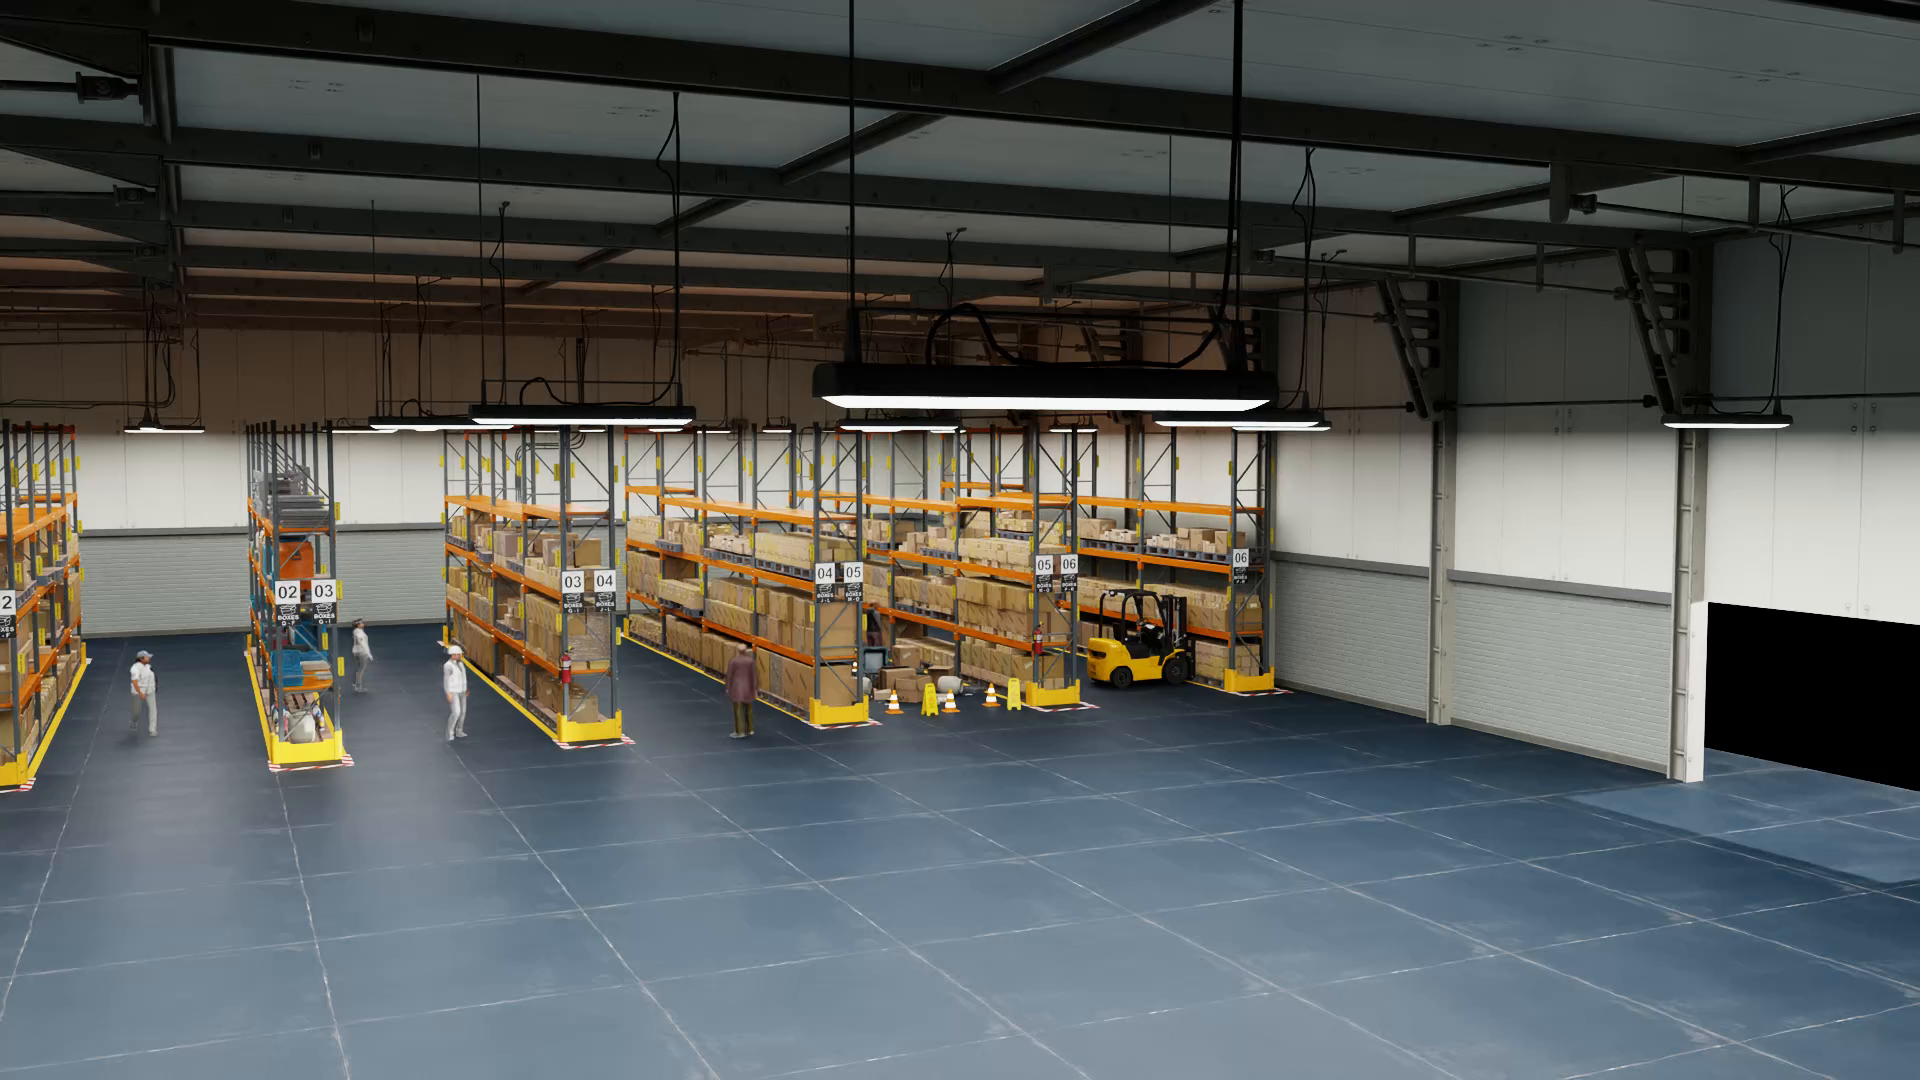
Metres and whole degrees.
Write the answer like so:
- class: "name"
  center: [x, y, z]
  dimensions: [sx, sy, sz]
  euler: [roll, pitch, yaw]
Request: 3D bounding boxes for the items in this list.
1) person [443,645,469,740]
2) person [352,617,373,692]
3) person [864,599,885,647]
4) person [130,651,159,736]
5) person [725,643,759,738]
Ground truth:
- class: "person"
  center: [-9.565, 2.908, 31.569]
  dimensions: [0.385, 1.833, 0.583]
  euler: [1, 4, 21]
- class: "person"
  center: [-13.339, 2.566, 37.101]
  dimensions: [0.559, 1.714, 0.425]
  euler: [2, 4, 29]
- class: "person"
  center: [-2.116, 2.310, 40.686]
  dimensions: [0.402, 1.734, 0.547]
  euler: [-3, 5, -42]
- class: "person"
  center: [-15.613, 2.922, 31.801]
  dimensions: [0.470, 1.619, 0.940]
  euler: [-3, 5, -40]
- class: "person"
  center: [-4.143, 2.852, 31.638]
  dimensions: [0.604, 1.791, 0.574]
  euler: [-1, 4, -17]
